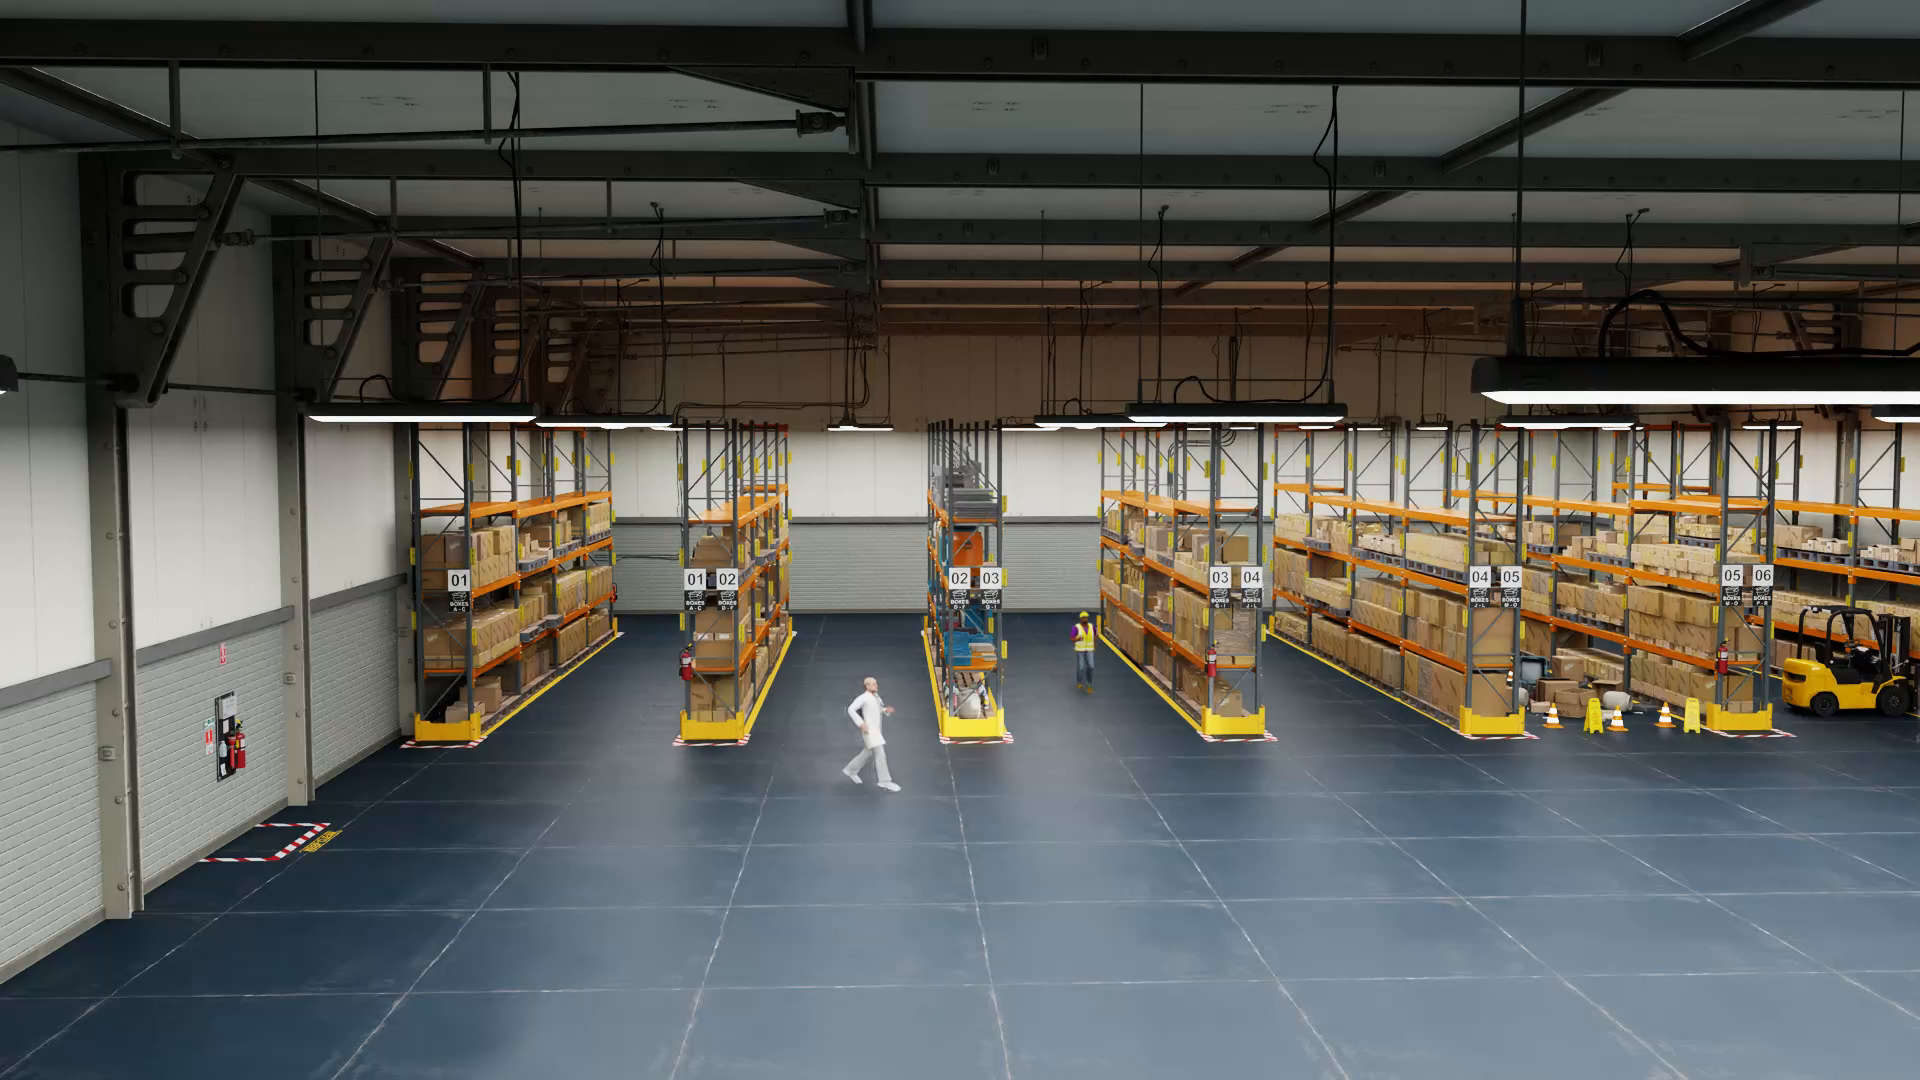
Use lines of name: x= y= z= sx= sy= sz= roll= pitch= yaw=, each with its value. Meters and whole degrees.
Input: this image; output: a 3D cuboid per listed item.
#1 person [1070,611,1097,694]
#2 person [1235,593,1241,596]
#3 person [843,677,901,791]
person: x=2.749 y=2.487 z=36.745 sx=0.674 sy=1.823 sz=0.729 roll=-1 pitch=4 yaw=-8
person: x=7.909 y=1.852 z=48.374 sx=0.482 sy=1.593 sz=0.860 roll=-3 pitch=5 yaw=-38
person: x=-1.425 y=3.093 z=26.706 sx=1.044 sy=1.783 sz=0.697 roll=1 pitch=4 yaw=17
